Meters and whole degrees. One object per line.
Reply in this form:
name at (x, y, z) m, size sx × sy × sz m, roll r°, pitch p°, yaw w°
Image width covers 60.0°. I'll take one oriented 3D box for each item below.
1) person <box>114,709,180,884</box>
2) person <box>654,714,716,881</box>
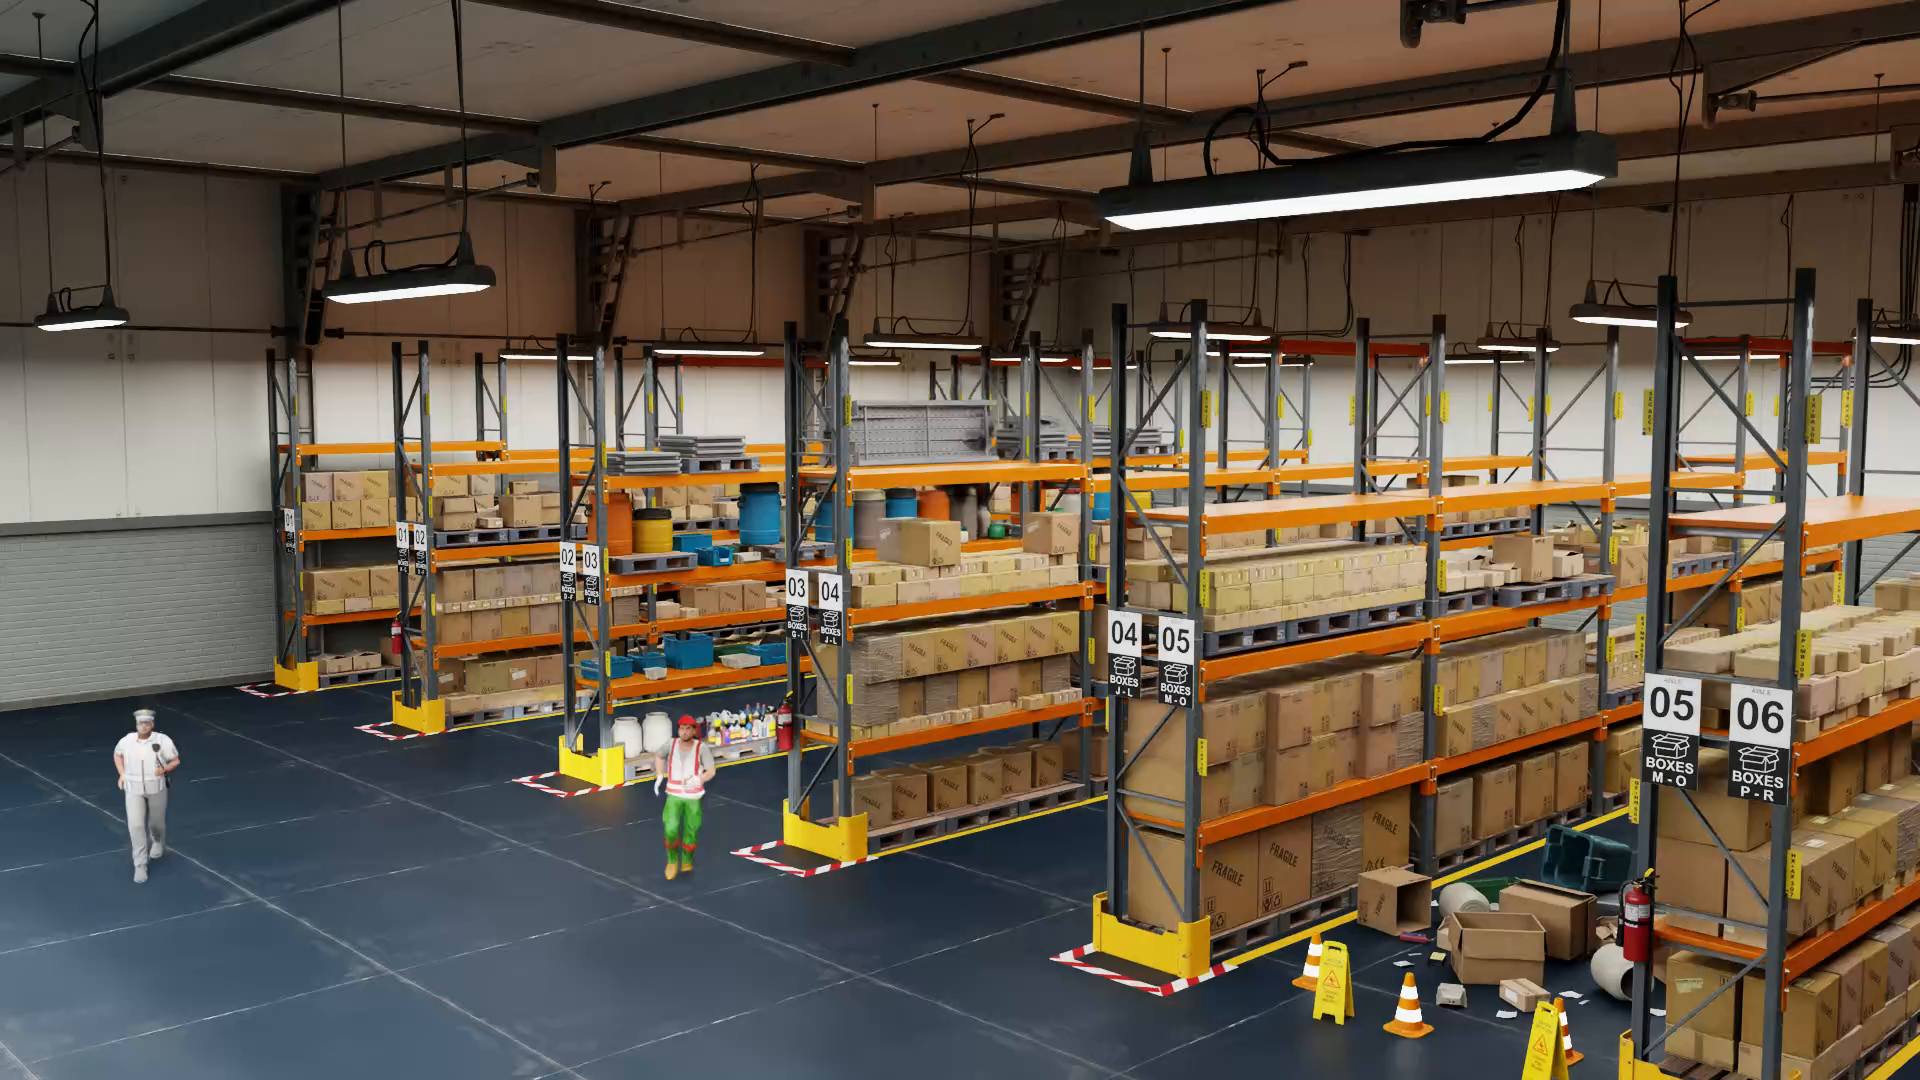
person at (-8.821, 2.715, 18.048) m, size 0.661 × 1.801 × 0.975 m, roll -2°, pitch 5°, yaw -22°
person at (-2.934, 2.743, 17.743) m, size 0.663 × 1.778 × 0.729 m, roll 0°, pitch 5°, yaw -5°
